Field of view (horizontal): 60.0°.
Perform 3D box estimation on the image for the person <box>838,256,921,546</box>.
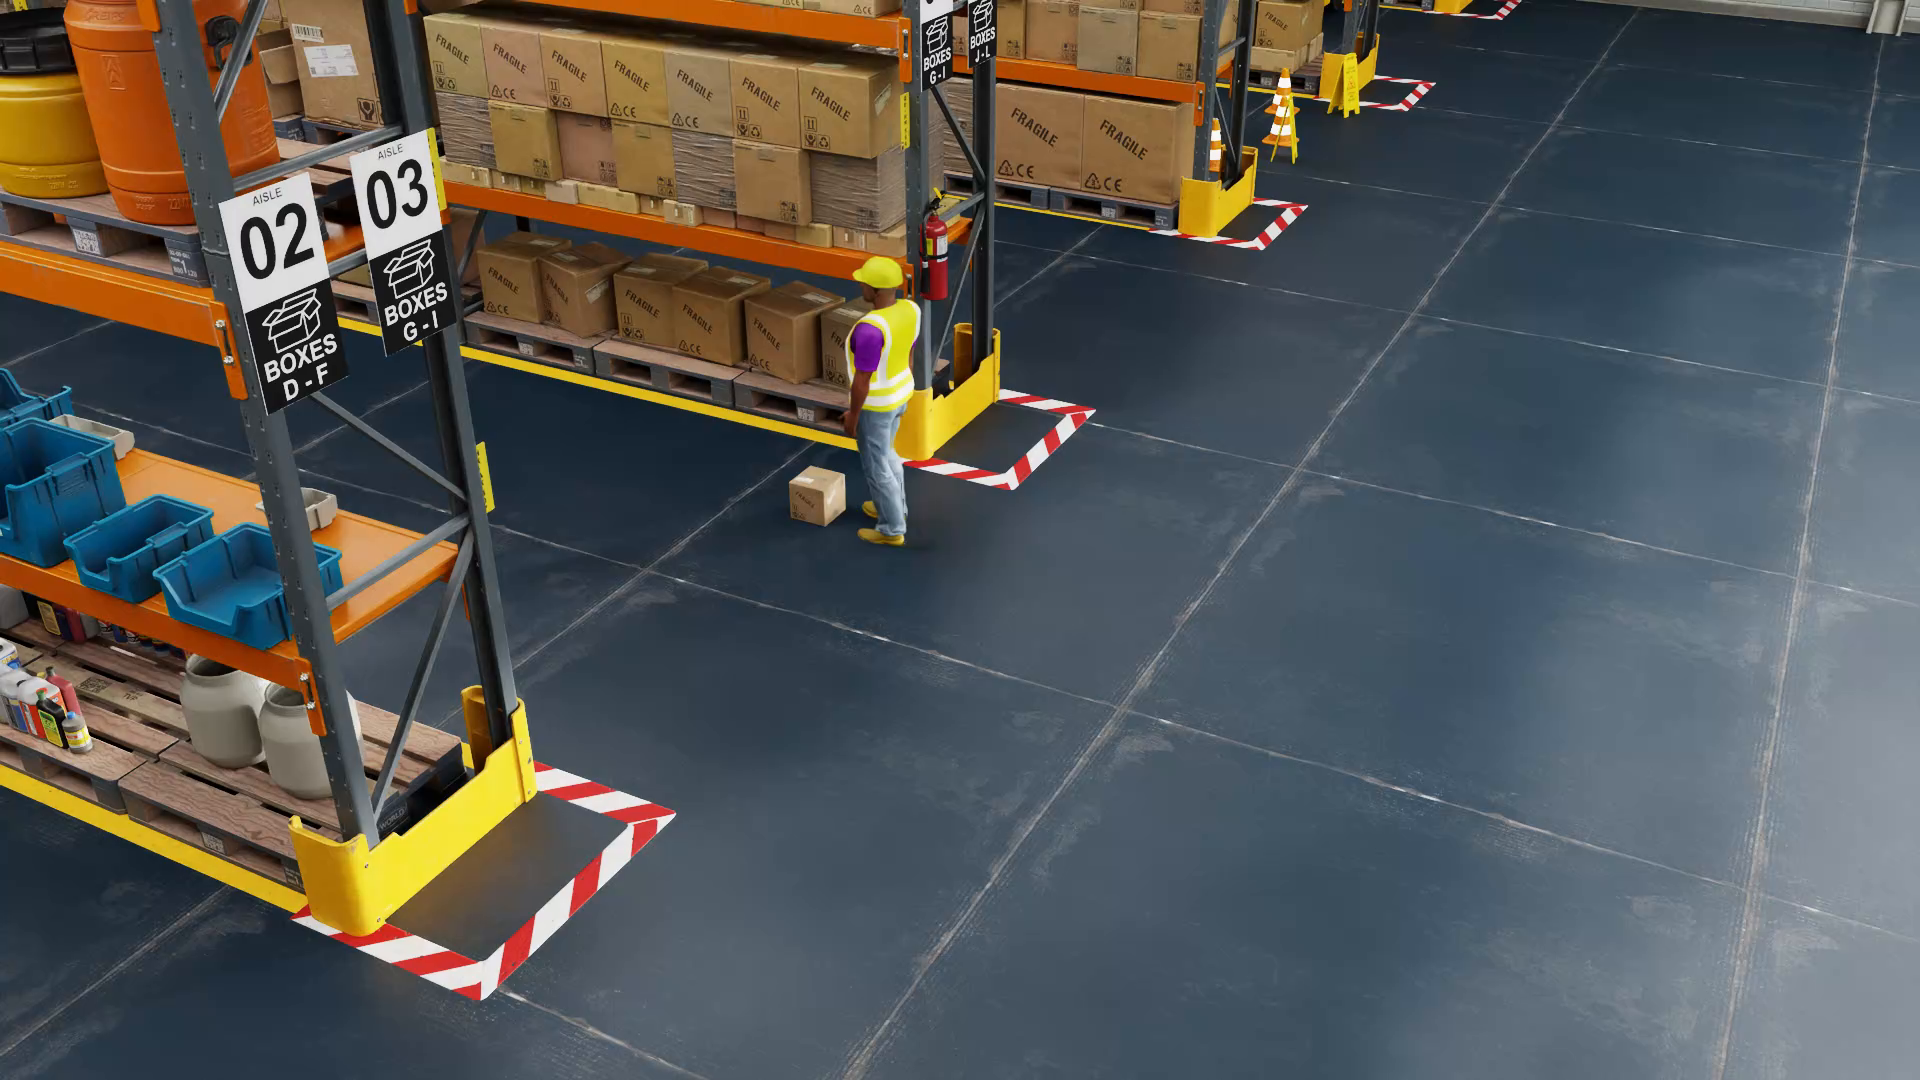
[{"bbox_3d":[-0.482,-0.816,9.712,0.437,1.770,0.564,15,33,24],"label":"person"}]
